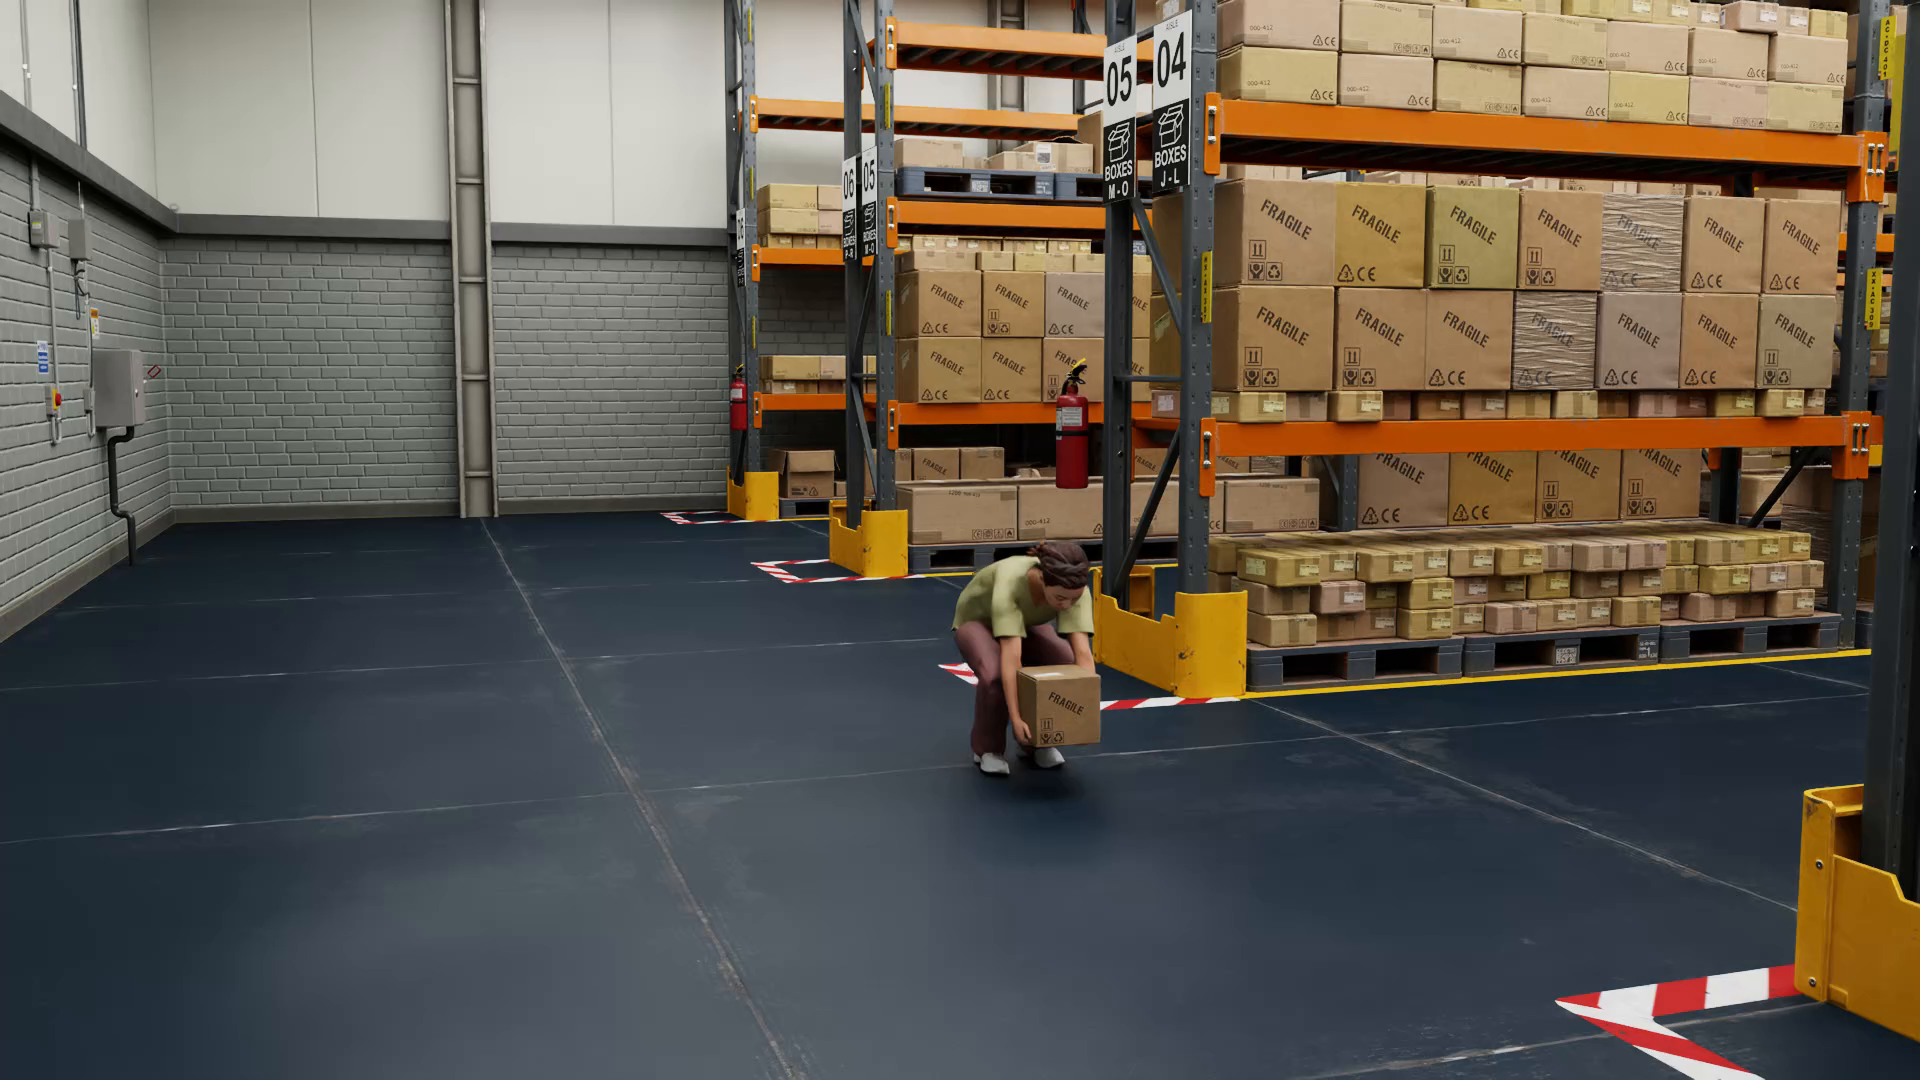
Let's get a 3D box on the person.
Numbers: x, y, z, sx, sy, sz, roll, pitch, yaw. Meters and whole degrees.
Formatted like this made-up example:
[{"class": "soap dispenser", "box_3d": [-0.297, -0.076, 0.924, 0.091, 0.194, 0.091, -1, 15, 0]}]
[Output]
[{"class": "person", "box_3d": [0.257, 0.441, 6.414, 0.456, 0.928, 0.830, -2, 6, -20]}]
